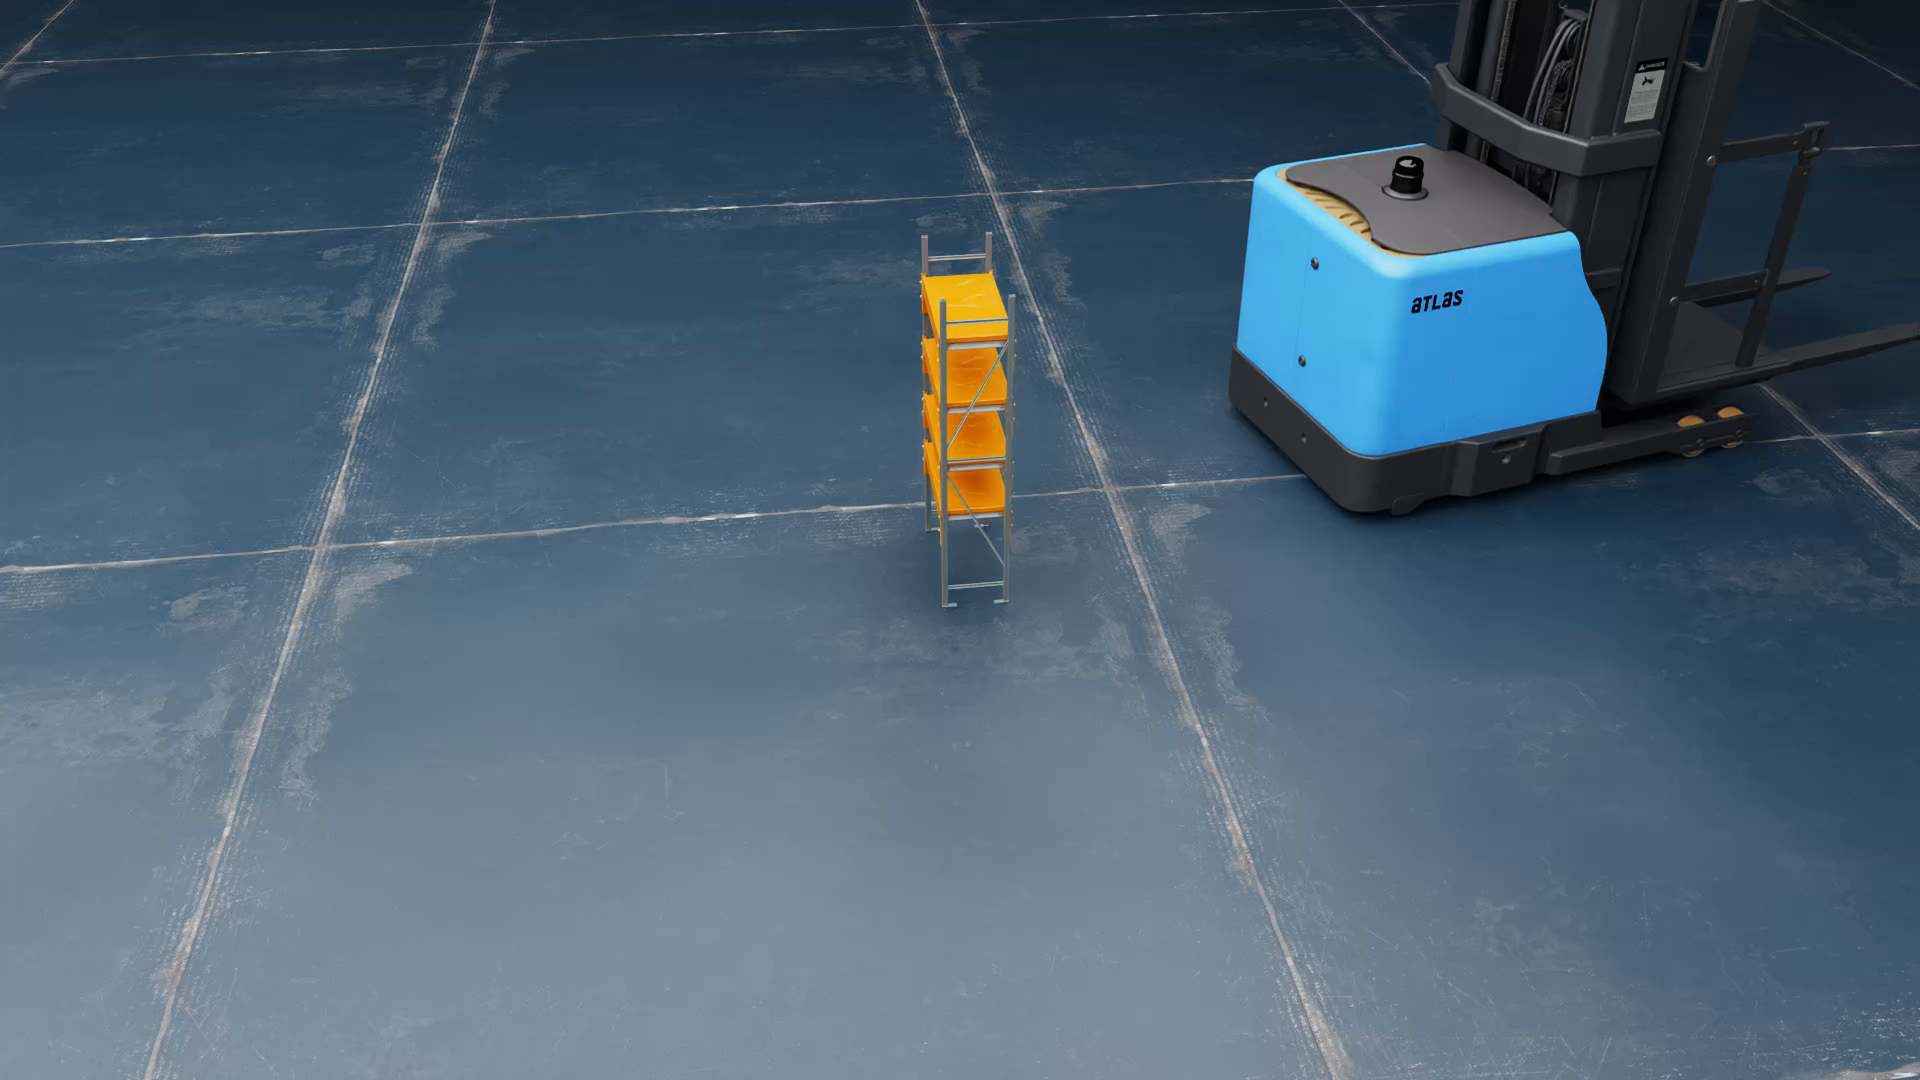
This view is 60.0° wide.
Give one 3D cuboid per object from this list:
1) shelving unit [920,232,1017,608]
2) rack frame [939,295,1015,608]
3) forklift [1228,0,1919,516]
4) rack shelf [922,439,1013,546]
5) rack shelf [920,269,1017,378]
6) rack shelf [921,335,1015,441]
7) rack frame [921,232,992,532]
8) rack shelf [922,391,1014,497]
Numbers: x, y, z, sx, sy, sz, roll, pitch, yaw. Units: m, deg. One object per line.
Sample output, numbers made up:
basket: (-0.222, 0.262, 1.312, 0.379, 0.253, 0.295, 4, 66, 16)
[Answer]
shelving unit: (0.022, -0.403, 5.777, 0.258, 1.200, 0.503, -4, 35, -6)
rack frame: (0.055, -0.267, 5.577, 0.240, 1.200, 0.015, -4, 35, -6)
forklift: (2.701, -1.814, 6.309, 3.031, 2.935, 1.130, -12, 36, -17)
rack shelf: (0.022, -0.184, 5.926, 0.258, 0.148, 0.480, -4, 35, -6)
rack shelf: (0.022, -0.728, 5.555, 0.258, 0.148, 0.480, -4, 35, -6)
rack shelf: (0.022, -0.533, 5.688, 0.258, 0.148, 0.480, -4, 35, -6)
rack frame: (-0.011, -0.540, 5.976, 0.240, 1.200, 0.015, -4, 35, -6)
rack shelf: (0.022, -0.348, 5.814, 0.258, 0.148, 0.480, -4, 35, -6)
